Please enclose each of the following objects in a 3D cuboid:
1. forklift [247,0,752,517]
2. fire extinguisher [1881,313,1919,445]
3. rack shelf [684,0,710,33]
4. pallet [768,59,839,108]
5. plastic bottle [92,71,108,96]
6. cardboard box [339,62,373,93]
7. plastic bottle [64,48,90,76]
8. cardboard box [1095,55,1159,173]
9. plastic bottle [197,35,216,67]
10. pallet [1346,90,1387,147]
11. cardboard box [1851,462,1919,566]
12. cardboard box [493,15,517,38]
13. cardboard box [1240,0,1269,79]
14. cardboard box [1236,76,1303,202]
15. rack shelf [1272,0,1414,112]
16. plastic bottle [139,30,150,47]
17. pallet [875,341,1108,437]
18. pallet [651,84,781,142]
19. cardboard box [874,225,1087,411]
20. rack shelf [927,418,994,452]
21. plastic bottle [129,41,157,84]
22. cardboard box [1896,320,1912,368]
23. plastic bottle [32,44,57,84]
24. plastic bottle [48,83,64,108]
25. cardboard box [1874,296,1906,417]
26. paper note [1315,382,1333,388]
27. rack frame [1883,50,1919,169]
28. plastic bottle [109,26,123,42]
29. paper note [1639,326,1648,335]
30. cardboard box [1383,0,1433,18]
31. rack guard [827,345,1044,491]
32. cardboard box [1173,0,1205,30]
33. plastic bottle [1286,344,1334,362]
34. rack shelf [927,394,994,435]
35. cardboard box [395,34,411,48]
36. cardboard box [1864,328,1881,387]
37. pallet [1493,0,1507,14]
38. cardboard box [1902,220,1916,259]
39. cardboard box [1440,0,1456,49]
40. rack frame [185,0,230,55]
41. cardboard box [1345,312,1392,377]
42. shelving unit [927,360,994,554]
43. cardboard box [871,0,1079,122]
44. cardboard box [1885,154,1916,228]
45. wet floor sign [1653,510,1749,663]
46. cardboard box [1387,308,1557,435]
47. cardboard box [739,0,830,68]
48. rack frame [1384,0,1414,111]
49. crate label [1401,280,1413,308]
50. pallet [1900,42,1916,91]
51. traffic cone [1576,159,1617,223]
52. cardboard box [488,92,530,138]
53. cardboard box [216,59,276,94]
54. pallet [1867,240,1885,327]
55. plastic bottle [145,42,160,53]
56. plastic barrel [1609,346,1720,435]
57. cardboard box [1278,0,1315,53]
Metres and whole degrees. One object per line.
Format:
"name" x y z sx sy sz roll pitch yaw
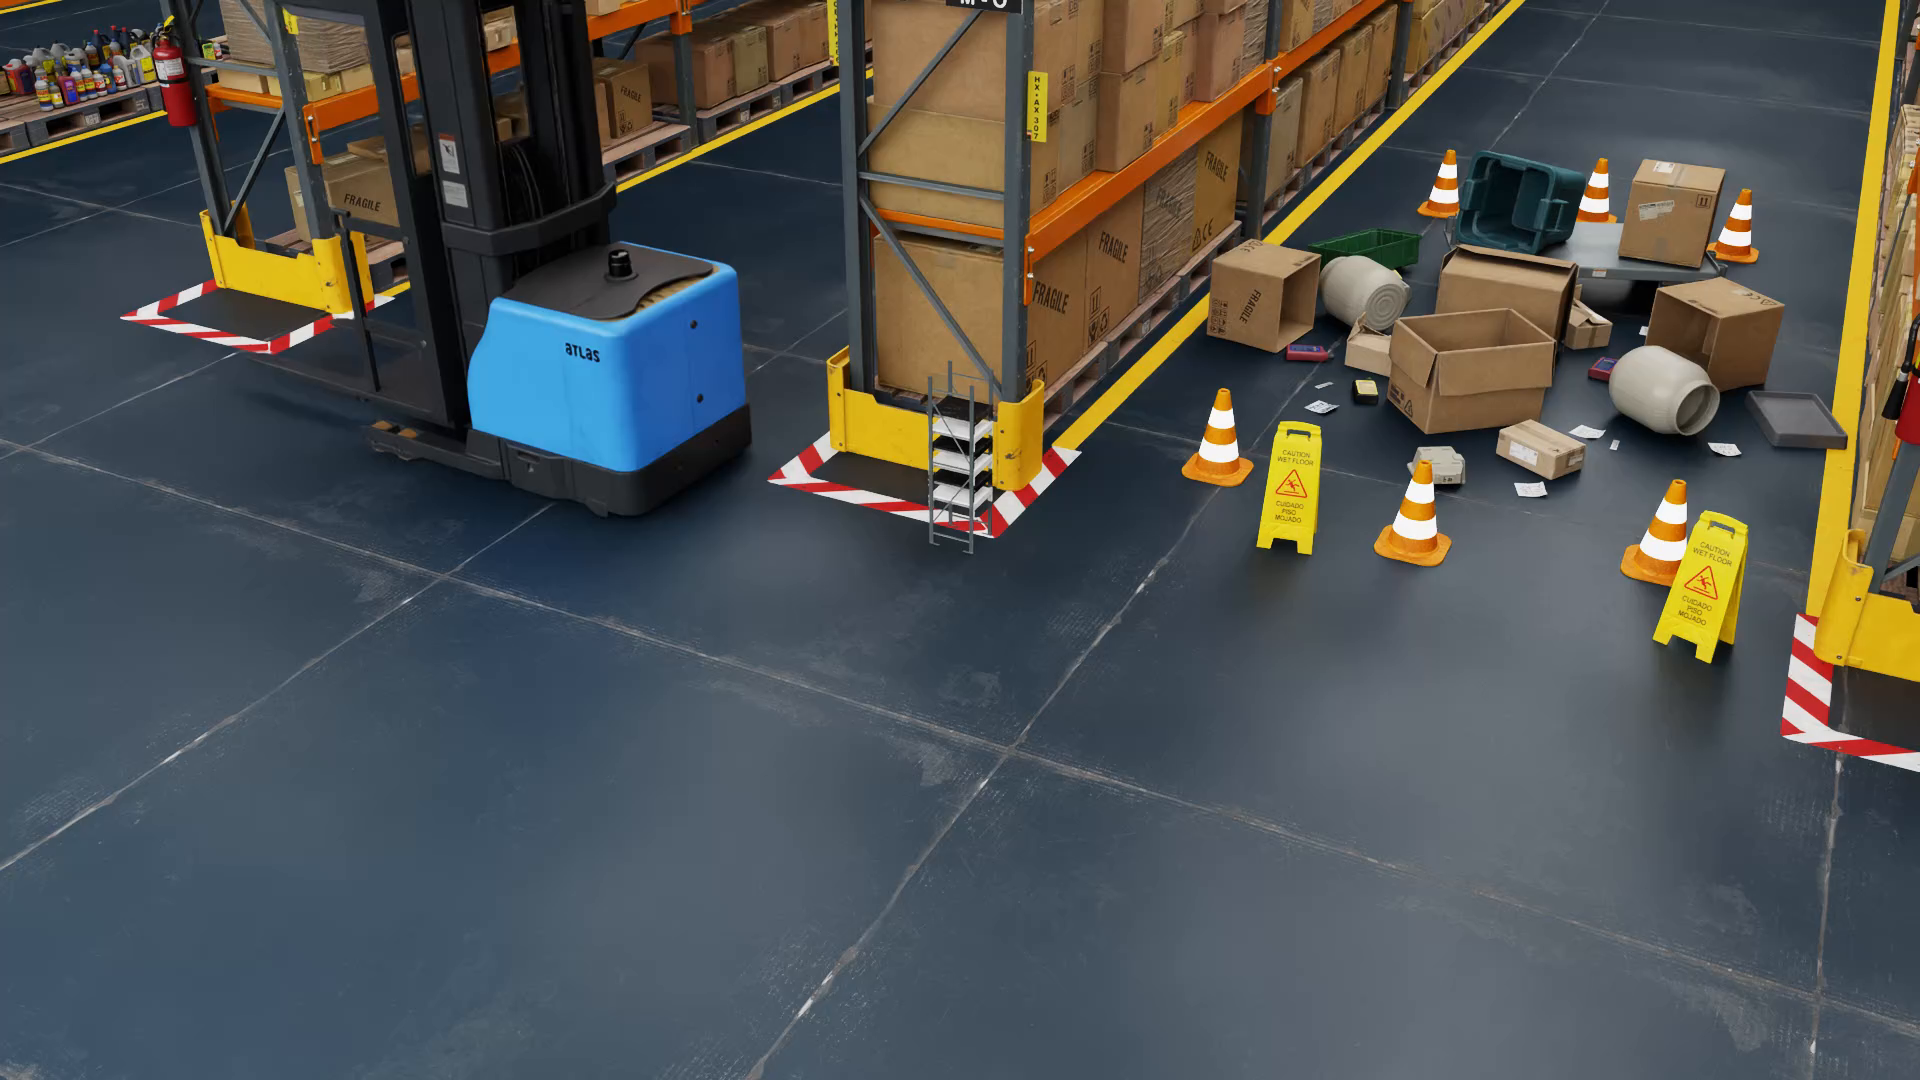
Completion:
"forklift" -2.665 -1.911 8.635 3.031 2.935 1.130 16 34 26
"fire extinguisher" 3.864 -0.706 6.545 0.296 0.674 0.183 14 33 23
"rack shelf" -1.763 -5.282 15.158 1.077 0.370 4.000 14 33 23
"pallet" -1.766 -4.386 15.676 1.003 0.211 1.213 14 33 23
"plastic bottle" -7.555 -4.008 14.586 0.097 0.201 0.097 0 30 0
"cardboard box" -4.023 -3.004 10.721 0.380 0.149 0.250 14 33 23
"plastic bottle" -7.956 -4.282 14.988 0.152 0.276 0.135 14 33 23
"cardboard box" 0.600 -2.472 9.392 0.875 0.550 0.550 14 33 23
"plastic bottle" -7.008 -4.555 15.457 0.061 0.283 0.133 16 34 26
"pallet" 3.092 -3.769 14.601 1.003 0.211 1.213 14 33 23
"cardboard box" 4.466 -0.105 7.761 0.500 0.250 0.500 14 33 23
"cardboard box" -3.388 -3.681 11.900 0.380 0.149 0.250 14 33 23
"cardboard box" 1.538 -3.436 11.070 0.875 0.550 0.550 14 33 23
"cardboard box" 1.898 -3.039 12.368 1.050 0.750 0.750 14 33 23
"rack shelf" 2.607 -4.112 13.120 1.077 0.370 4.000 14 33 23
"plastic bottle" -7.646 -4.628 15.583 0.061 0.283 0.133 14 33 23
"pallet" 0.168 -0.927 9.652 1.003 0.211 1.213 14 33 23
"pallet" -2.320 -3.843 14.731 1.003 0.211 1.213 14 33 23
"cardboard box" 0.123 -1.340 9.284 0.875 0.875 0.875 14 33 24
"rack shelf" 0.004 -0.521 7.959 0.258 0.077 0.200 14 33 23
"plastic bottle" -7.354 -4.294 14.933 0.144 0.351 0.185 14 33 23
"cardboard box" 4.566 -0.874 7.695 0.380 0.149 0.250 15 33 25
"plastic bottle" -8.184 -4.254 14.865 0.144 0.351 0.185 16 33 25
"plastic bottle" -7.755 -3.814 14.247 0.097 0.201 0.097 0 30 0
"cardboard box" 4.930 -0.869 8.338 0.500 0.500 0.500 14 33 22
"paper note" 2.154 -0.916 9.835 0.123 0.001 0.032 -18 34 -28
"rack frame" 7.970 -4.232 12.608 1.000 3.000 0.127 14 33 23
"plastic bottle" -7.820 -4.609 15.482 0.144 0.351 0.185 15 33 25
"paper note" 4.388 -1.324 10.524 0.148 0.019 0.142 14 33 23
"cardboard box" 4.047 -4.984 15.253 0.500 0.250 0.500 13 32 21
"rack guard" -0.138 -0.669 8.913 1.175 0.500 0.348 14 33 23
"cardboard box" 0.981 -3.436 9.987 0.875 0.550 0.550 14 33 23
"plastic bottle" 2.142 -1.142 10.177 0.283 0.061 0.133 4 30 6
"rack shelf" 0.004 -0.599 7.914 0.258 0.077 0.200 14 33 23
"cardboard box" -4.100 -3.593 11.095 0.875 0.500 0.500 14 33 23
"cardboard box" 5.406 -1.009 9.335 0.500 0.250 0.500 16 34 26
"pallet" 5.614 -6.180 18.800 1.003 0.211 1.213 14 33 23
"cardboard box" 5.296 -1.585 8.933 0.380 0.149 0.250 16 33 25
"cardboard box" 4.523 -5.116 16.236 0.500 0.500 0.500 13 32 22
"rack frame" -7.083 -5.831 15.391 1.000 3.000 0.127 14 33 23
"cardboard box" 2.552 -1.172 10.024 0.396 0.266 0.258 21 36 32
"shelving unit" 0.004 -0.394 8.032 0.258 0.900 0.210 14 33 23
"cardboard box" 0.077 -2.453 8.274 0.875 0.550 0.550 14 33 23
"cardboard box" 7.025 -2.363 11.569 0.950 0.372 0.625 15 33 25
"wet floor sign" 3.287 0.177 7.294 0.232 0.644 0.267 -25 38 -36
"cardboard box" 2.872 -0.956 9.410 0.797 0.503 0.637 -7 31 -11
"cardboard box" -1.632 -4.784 15.637 0.700 0.500 0.500 17 34 27
"rack frame" 3.518 -5.310 14.485 1.000 3.000 0.127 14 33 23
"crate label" 2.817 -1.636 10.961 0.298 0.136 0.250 -7 31 -11
"pallet" 9.508 -4.437 15.765 1.003 0.211 1.213 14 33 23
"traffic cone" 4.709 -2.582 12.281 0.336 0.463 0.334 14 33 23
"cardboard box" -3.359 -3.088 12.704 0.500 0.500 0.500 11 32 19
"cardboard box" -4.550 -2.998 10.711 0.380 0.149 0.250 14 33 23
"pallet" 6.502 -1.595 10.816 1.003 0.211 1.213 14 33 23
"plastic bottle" -7.351 -4.427 15.240 0.152 0.276 0.135 14 33 23
"plastic barrel" 3.919 -0.828 9.266 0.421 0.421 0.512 -12 32 -20
"cardboard box" 2.175 -3.753 11.672 0.500 0.500 0.500 15 33 24
